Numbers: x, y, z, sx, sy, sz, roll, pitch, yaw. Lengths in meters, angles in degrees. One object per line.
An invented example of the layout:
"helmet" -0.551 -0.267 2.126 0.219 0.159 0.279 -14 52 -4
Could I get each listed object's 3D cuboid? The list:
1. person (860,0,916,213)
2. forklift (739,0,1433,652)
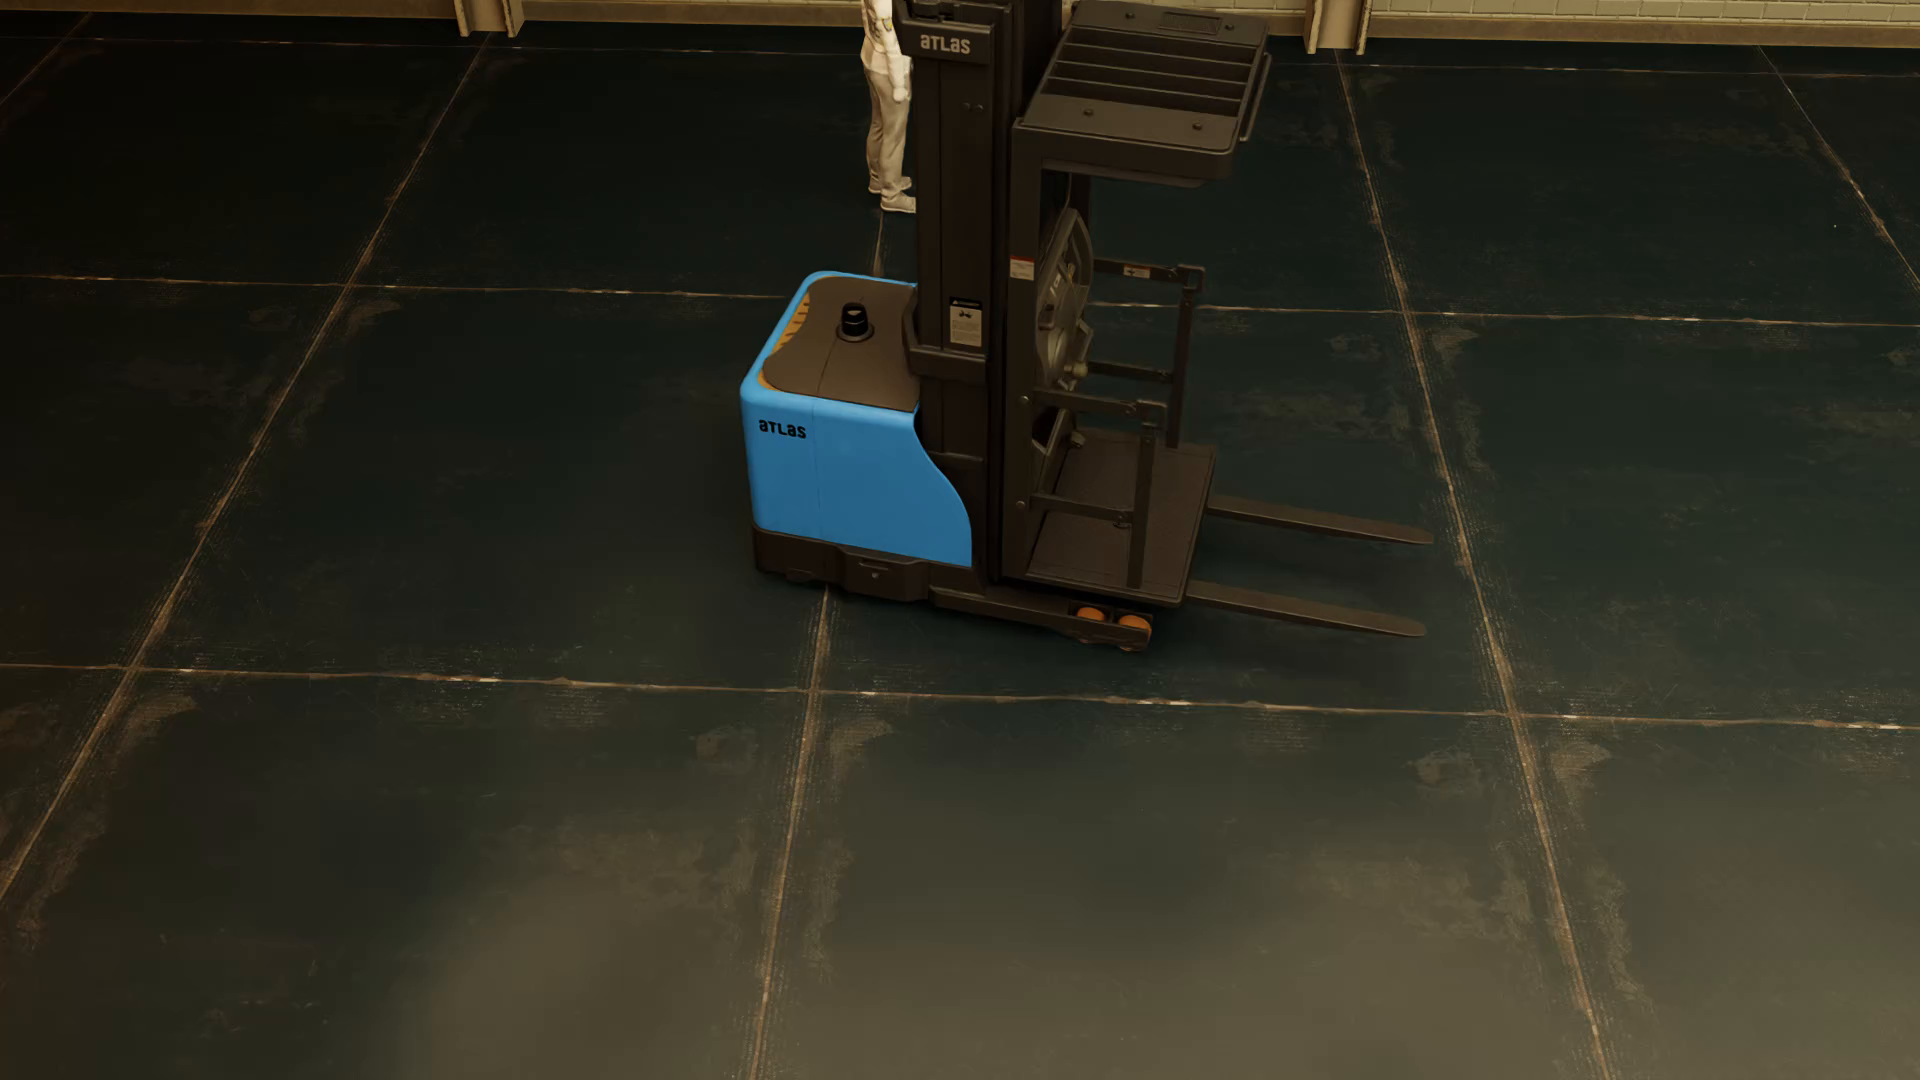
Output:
"person" -0.405 -2.734 9.660 0.336 1.692 0.464 -12 44 -13
"forklift" 0.618 -0.986 6.822 3.031 2.935 1.130 10 43 11
